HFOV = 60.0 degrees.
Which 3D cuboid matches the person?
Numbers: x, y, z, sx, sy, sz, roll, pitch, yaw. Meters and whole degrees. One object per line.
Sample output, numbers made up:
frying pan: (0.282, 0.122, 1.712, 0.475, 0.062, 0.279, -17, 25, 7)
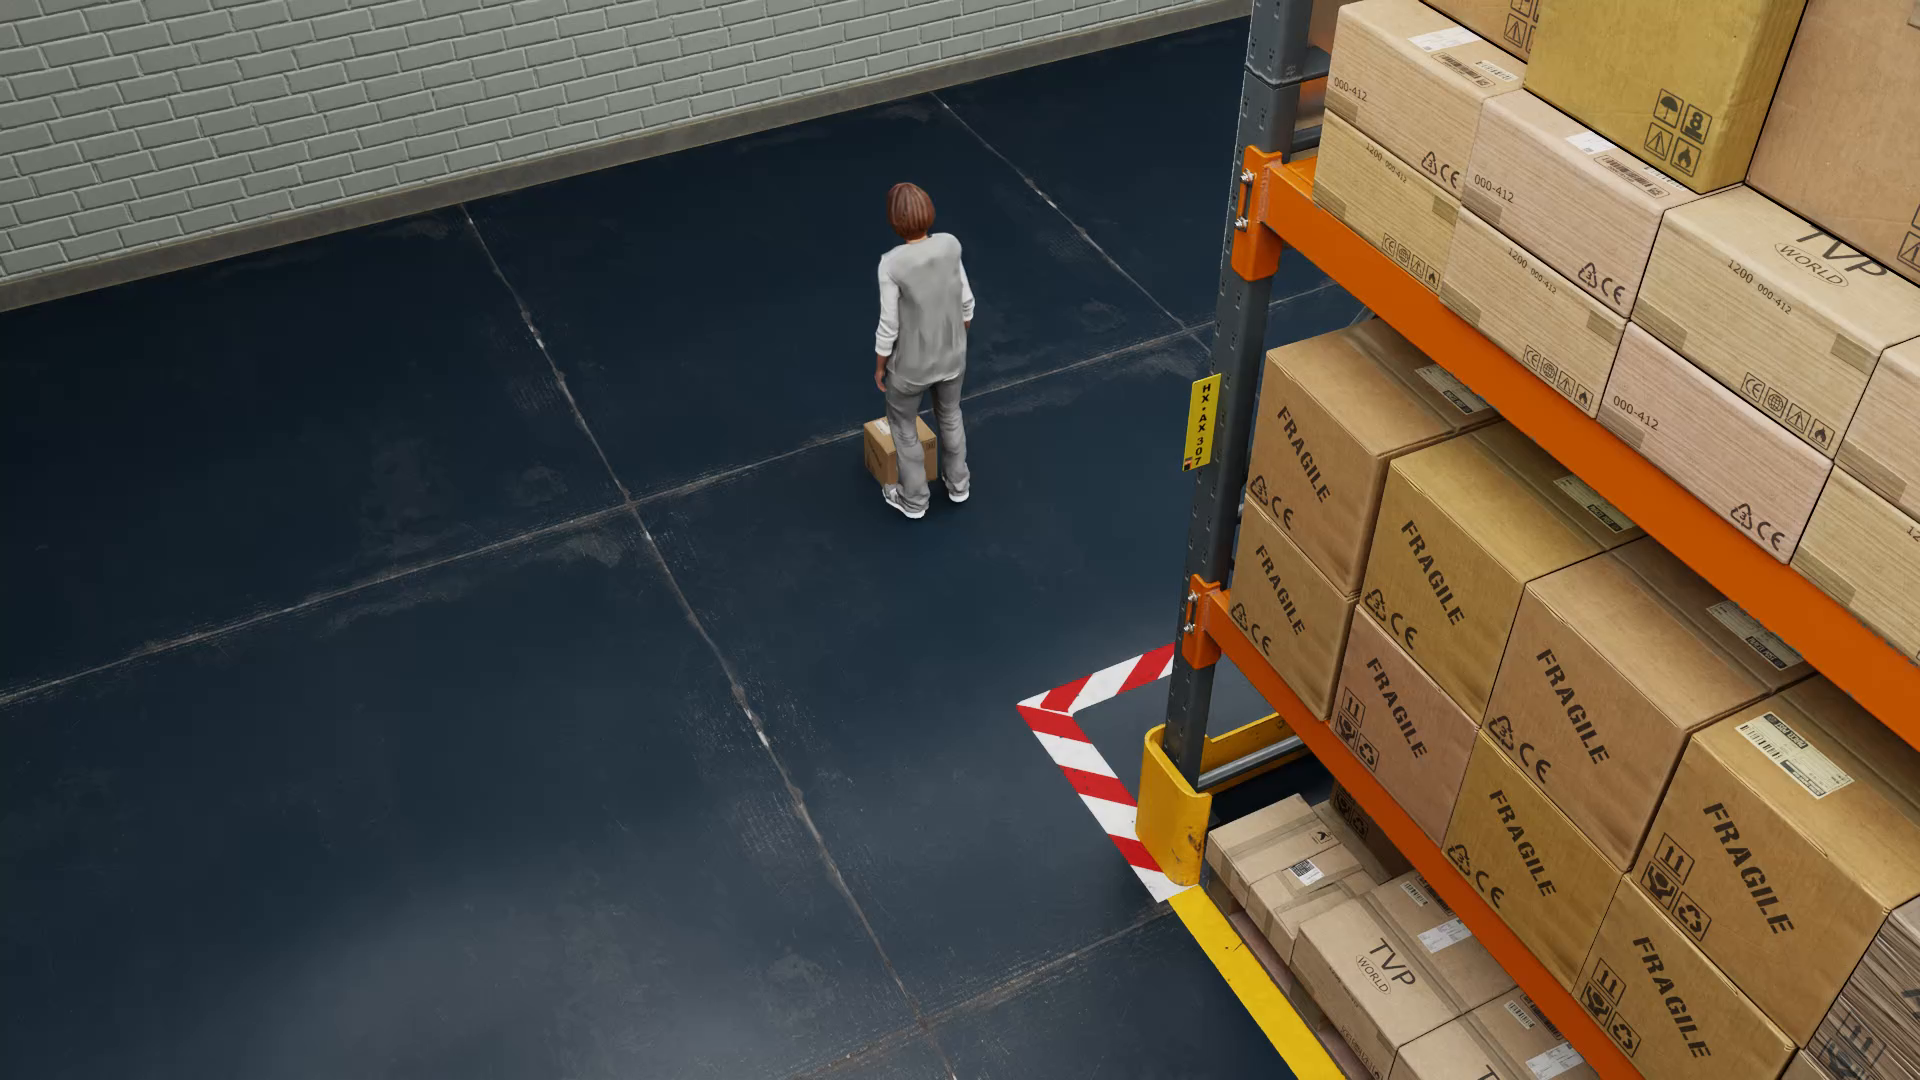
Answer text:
person: (-0.153, -0.764, 7.030, 0.469, 1.580, 0.348, -21, 46, -22)
